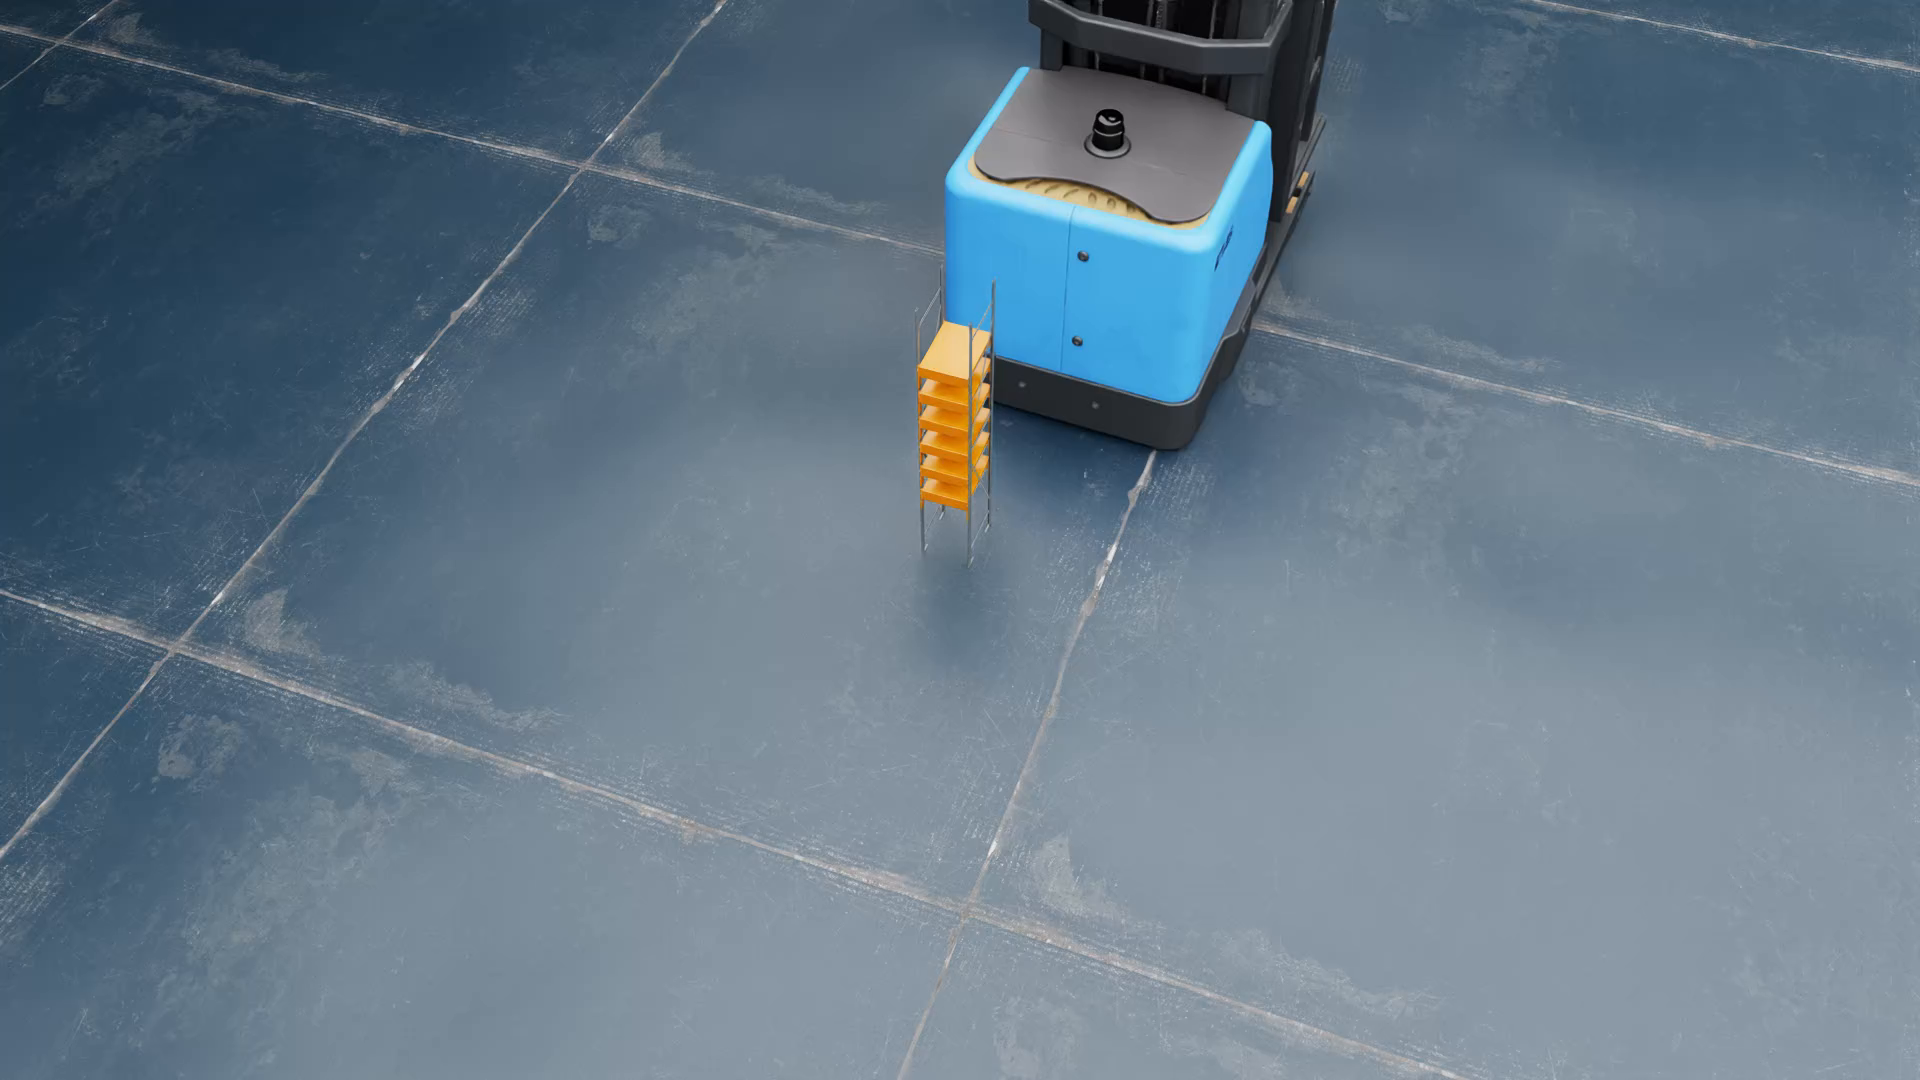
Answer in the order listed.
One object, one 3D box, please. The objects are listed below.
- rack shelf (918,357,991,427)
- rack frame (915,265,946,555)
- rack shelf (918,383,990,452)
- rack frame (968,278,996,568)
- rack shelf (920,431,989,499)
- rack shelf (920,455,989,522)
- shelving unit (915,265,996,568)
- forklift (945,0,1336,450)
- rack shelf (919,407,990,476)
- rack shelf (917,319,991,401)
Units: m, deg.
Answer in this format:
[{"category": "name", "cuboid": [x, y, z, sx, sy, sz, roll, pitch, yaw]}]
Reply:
[{"category": "rack shelf", "cuboid": [-0.014, -0.525, 5.652, 0.180, 0.103, 0.258, 16, 51, 13]}, {"category": "rack frame", "cuboid": [-0.099, -0.421, 5.821, 0.006, 1.200, 0.240, 16, 51, 13]}, {"category": "rack shelf", "cuboid": [-0.014, -0.446, 5.743, 0.180, 0.103, 0.258, 16, 51, 13]}, {"category": "rack frame", "cuboid": [0.072, -0.373, 5.779, 0.006, 1.200, 0.240, 16, 51, 13]}, {"category": "rack shelf", "cuboid": [-0.014, -0.289, 5.924, 0.180, 0.103, 0.258, 16, 51, 13]}, {"category": "rack shelf", "cuboid": [-0.014, -0.210, 6.015, 0.180, 0.103, 0.258, 16, 51, 13]}, {"category": "shelving unit", "cuboid": [-0.014, -0.397, 5.800, 0.189, 1.200, 0.258, 16, 51, 13]}, {"category": "forklift", "cuboid": [0.959, -2.448, 6.432, 1.130, 2.935, 3.031, 17, 51, 14]}, {"category": "rack shelf", "cuboid": [-0.014, -0.368, 5.833, 0.180, 0.103, 0.258, 16, 51, 13]}, {"category": "rack shelf", "cuboid": [-0.014, -0.603, 5.561, 0.180, 0.103, 0.258, 16, 51, 13]}]
